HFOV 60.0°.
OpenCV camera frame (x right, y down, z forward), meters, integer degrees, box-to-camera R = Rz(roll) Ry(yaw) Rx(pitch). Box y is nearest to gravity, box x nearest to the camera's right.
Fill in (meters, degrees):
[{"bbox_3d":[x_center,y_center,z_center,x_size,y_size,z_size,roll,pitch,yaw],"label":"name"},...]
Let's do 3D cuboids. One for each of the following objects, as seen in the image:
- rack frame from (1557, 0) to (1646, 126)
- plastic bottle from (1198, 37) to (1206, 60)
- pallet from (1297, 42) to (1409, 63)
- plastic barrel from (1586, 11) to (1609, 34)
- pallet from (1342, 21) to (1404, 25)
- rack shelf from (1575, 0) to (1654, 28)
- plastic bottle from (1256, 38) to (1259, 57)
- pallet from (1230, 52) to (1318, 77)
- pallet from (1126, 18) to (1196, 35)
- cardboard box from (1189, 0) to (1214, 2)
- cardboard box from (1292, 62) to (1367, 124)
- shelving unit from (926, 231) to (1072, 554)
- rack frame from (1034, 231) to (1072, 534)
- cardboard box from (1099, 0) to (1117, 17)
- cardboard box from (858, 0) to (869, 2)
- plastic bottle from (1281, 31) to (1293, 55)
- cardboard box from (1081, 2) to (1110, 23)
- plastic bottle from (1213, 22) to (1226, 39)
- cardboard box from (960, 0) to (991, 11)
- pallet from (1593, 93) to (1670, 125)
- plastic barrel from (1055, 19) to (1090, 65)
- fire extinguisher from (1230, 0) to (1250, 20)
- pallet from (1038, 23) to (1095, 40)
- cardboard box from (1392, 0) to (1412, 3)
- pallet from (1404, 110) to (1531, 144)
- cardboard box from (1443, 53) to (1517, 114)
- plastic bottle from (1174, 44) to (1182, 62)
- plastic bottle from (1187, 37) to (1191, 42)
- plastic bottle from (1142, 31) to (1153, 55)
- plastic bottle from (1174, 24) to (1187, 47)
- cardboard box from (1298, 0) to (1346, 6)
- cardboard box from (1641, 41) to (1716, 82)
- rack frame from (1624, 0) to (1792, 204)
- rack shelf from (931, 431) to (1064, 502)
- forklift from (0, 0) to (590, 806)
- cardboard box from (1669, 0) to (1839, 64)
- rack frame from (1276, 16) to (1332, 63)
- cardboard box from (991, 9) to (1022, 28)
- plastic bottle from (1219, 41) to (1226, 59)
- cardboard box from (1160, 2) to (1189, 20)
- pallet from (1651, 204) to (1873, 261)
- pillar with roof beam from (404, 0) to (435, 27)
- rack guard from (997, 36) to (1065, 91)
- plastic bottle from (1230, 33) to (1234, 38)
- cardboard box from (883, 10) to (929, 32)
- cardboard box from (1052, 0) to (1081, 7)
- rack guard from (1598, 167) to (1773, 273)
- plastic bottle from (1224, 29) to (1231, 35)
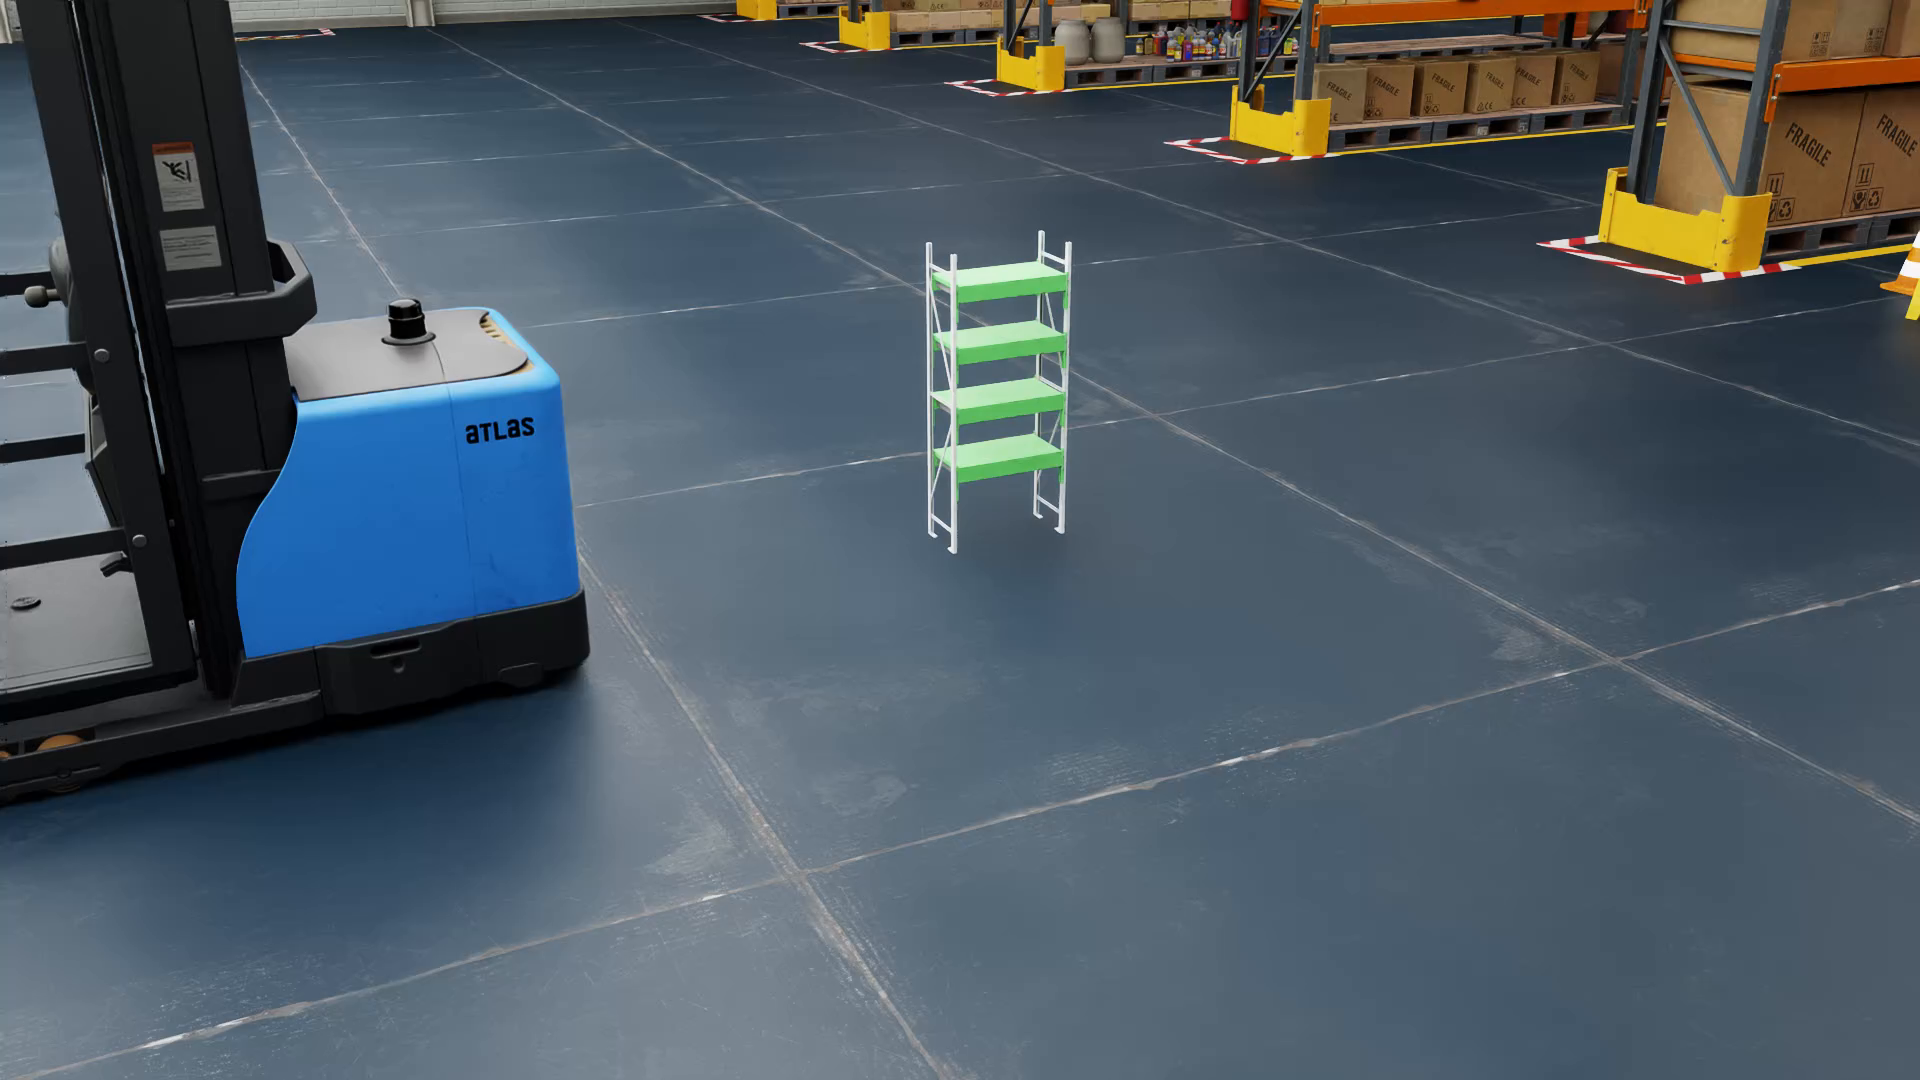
[{"bbox_3d":[6.543,-5.774,16.776,0.127,3.000,1.000,-10,25,-24],"label":"rack frame"},{"bbox_3d":[2.958,-6.027,20.379,0.097,0.271,0.097,0,22,0],"label":"plastic bottle"},{"bbox_3d":[5.085,-6.336,21.780,1.213,0.211,1.003,-10,25,-24],"label":"pallet"},{"bbox_3d":[8.902,-7.400,23.409,0.421,0.512,0.421,0,22,0],"label":"plastic barrel"},{"bbox_3d":[6.543,-8.674,27.429,1.213,0.211,1.003,-10,25,-24],"label":"pallet"},{"bbox_3d":[8.345,-5.773,17.715,4.000,0.370,1.077,-10,25,-24],"label":"rack shelf"},{"bbox_3d":[3.637,-6.149,20.660,0.133,0.283,0.061,-9,24,-20],"label":"plastic bottle"},{"bbox_3d":[3.771,-6.095,21.199,1.213,0.211,1.003,-10,25,-24],"label":"pallet"},{"bbox_3d":[2.896,-8.036,25.886,1.213,0.211,1.003,-10,25,-24],"label":"pallet"},{"bbox_3d":[3.649,-8.521,25.726,0.500,0.311,0.500,-11,25,-25],"label":"cardboard box"},{"bbox_3d":[3.508,-4.247,15.807,0.500,0.500,0.500,-6,23,-14],"label":"cardboard box"},{"bbox_3d":[0.149,-0.582,6.587,0.503,1.200,0.258,-10,25,-24],"label":"shelving unit"},{"bbox_3d":[0.369,-0.622,6.685,0.015,1.200,0.240,-10,25,-24],"label":"rack frame"},{"bbox_3d":[2.497,-8.280,25.878,0.500,0.250,0.500,-11,25,-24],"label":"cardboard box"},{"bbox_3d":[-1.648,-9.562,28.622,0.500,0.500,0.700,-12,25,-27],"label":"cardboard box"},{"bbox_3d":[4.104,-6.235,20.868,0.133,0.283,0.061,-9,24,-21],"label":"plastic bottle"},{"bbox_3d":[1.926,-7.960,25.103,0.500,0.250,0.500,-10,25,-24],"label":"cardboard box"},{"bbox_3d":[3.317,-6.438,21.269,0.185,0.351,0.144,-12,25,-26],"label":"plastic bottle"},{"bbox_3d":[0.120,-7.978,24.167,0.500,0.500,0.500,-10,25,-24],"label":"cardboard box"},{"bbox_3d":[7.243,-4.615,17.623,1.213,0.211,1.003,-10,25,-24],"label":"pallet"},{"bbox_3d":[1.350,-5.997,20.020,0.421,0.512,0.421,0,22,0],"label":"plastic barrel"},{"bbox_3d":[2.635,-5.214,15.526,0.183,0.674,0.296,-10,25,-24],"label":"fire extinguisher"},{"bbox_3d":[1.515,-7.782,25.275,1.213,0.211,1.003,-10,25,-24],"label":"pallet"},{"bbox_3d":[3.980,-5.079,15.426,0.250,0.149,0.380,-10,25,-24],"label":"cardboard box"},{"bbox_3d":[4.852,-4.158,16.518,1.213,0.211,1.003,-10,25,-24],"label":"pallet"},{"bbox_3d":[5.127,-4.532,16.497,0.500,0.500,0.500,-13,26,-28],"label":"cardboard box"},{"bbox_3d":[2.652,-5.938,20.256,0.097,0.201,0.097,0,22,0],"label":"plastic bottle"},{"bbox_3d":[2.858,-6.233,20.969,0.097,0.201,0.097,0,22,0],"label":"plastic bottle"},{"bbox_3d":[2.352,-6.247,20.895,0.133,0.283,0.061,-10,24,-22],"label":"plastic bottle"},{"bbox_3d":[2.766,-6.336,21.024,0.185,0.351,0.144,-9,24,-21],"label":"plastic bottle"},{"bbox_3d":[3.299,-4.959,15.137,0.250,0.149,0.380,-10,25,-24],"label":"cardboard box"},{"bbox_3d":[7.543,-4.989,17.574,0.500,0.500,0.700,-11,25,-24],"label":"cardboard box"},{"bbox_3d":[4.998,-3.384,11.003,0.127,3.000,1.000,-10,25,-24],"label":"rack frame"},{"bbox_3d":[0.149,-0.301,6.703,0.480,0.148,0.258,-10,25,-24],"label":"rack shelf"},{"bbox_3d":[-2.806,-0.802,4.856,3.031,2.935,1.130,-11,25,-24],"label":"forklift"},{"bbox_3d":[5.313,-3.531,11.161,0.550,0.550,0.875,-10,25,-24],"label":"cardboard box"},{"bbox_3d":[4.394,-7.481,20.900,0.127,3.000,1.000,-10,25,-24],"label":"rack frame"},{"bbox_3d":[0.577,-7.709,24.497,0.500,0.250,0.500,-10,25,-24],"label":"cardboard box"},{"bbox_3d":[3.233,-6.045,20.514,0.097,0.201,0.097,0,22,0],"label":"plastic bottle"},{"bbox_3d":[3.182,-8.178,25.630,0.500,0.250,0.500,-10,24,-22],"label":"cardboard box"},{"bbox_3d":[5.685,-2.255,11.922,1.213,0.211,1.003,-10,25,-24],"label":"pallet"},{"bbox_3d":[-6.790,-10.939,21.410,0.400,9.000,9.100,-10,25,-24],"label":"pillar with roof beam"},{"bbox_3d":[0.838,-5.691,19.845,0.348,0.500,1.175,-10,25,-24],"label":"rack guard"},{"bbox_3d":[3.408,-6.168,20.706,0.133,0.283,0.061,-10,25,-24],"label":"plastic bottle"},{"bbox_3d":[-0.775,-7.461,23.897,0.500,0.250,0.500,-10,25,-24],"label":"cardboard box"},{"bbox_3d":[1.471,-8.227,24.769,0.500,0.500,0.500,-10,25,-24],"label":"cardboard box"},{"bbox_3d":[4.977,-2.225,11.472,0.348,0.500,1.175,-10,25,-24],"label":"rack guard"},{"bbox_3d":[3.409,-6.367,21.201,0.097,0.271,0.097,0,22,0],"label":"plastic bottle"}]
